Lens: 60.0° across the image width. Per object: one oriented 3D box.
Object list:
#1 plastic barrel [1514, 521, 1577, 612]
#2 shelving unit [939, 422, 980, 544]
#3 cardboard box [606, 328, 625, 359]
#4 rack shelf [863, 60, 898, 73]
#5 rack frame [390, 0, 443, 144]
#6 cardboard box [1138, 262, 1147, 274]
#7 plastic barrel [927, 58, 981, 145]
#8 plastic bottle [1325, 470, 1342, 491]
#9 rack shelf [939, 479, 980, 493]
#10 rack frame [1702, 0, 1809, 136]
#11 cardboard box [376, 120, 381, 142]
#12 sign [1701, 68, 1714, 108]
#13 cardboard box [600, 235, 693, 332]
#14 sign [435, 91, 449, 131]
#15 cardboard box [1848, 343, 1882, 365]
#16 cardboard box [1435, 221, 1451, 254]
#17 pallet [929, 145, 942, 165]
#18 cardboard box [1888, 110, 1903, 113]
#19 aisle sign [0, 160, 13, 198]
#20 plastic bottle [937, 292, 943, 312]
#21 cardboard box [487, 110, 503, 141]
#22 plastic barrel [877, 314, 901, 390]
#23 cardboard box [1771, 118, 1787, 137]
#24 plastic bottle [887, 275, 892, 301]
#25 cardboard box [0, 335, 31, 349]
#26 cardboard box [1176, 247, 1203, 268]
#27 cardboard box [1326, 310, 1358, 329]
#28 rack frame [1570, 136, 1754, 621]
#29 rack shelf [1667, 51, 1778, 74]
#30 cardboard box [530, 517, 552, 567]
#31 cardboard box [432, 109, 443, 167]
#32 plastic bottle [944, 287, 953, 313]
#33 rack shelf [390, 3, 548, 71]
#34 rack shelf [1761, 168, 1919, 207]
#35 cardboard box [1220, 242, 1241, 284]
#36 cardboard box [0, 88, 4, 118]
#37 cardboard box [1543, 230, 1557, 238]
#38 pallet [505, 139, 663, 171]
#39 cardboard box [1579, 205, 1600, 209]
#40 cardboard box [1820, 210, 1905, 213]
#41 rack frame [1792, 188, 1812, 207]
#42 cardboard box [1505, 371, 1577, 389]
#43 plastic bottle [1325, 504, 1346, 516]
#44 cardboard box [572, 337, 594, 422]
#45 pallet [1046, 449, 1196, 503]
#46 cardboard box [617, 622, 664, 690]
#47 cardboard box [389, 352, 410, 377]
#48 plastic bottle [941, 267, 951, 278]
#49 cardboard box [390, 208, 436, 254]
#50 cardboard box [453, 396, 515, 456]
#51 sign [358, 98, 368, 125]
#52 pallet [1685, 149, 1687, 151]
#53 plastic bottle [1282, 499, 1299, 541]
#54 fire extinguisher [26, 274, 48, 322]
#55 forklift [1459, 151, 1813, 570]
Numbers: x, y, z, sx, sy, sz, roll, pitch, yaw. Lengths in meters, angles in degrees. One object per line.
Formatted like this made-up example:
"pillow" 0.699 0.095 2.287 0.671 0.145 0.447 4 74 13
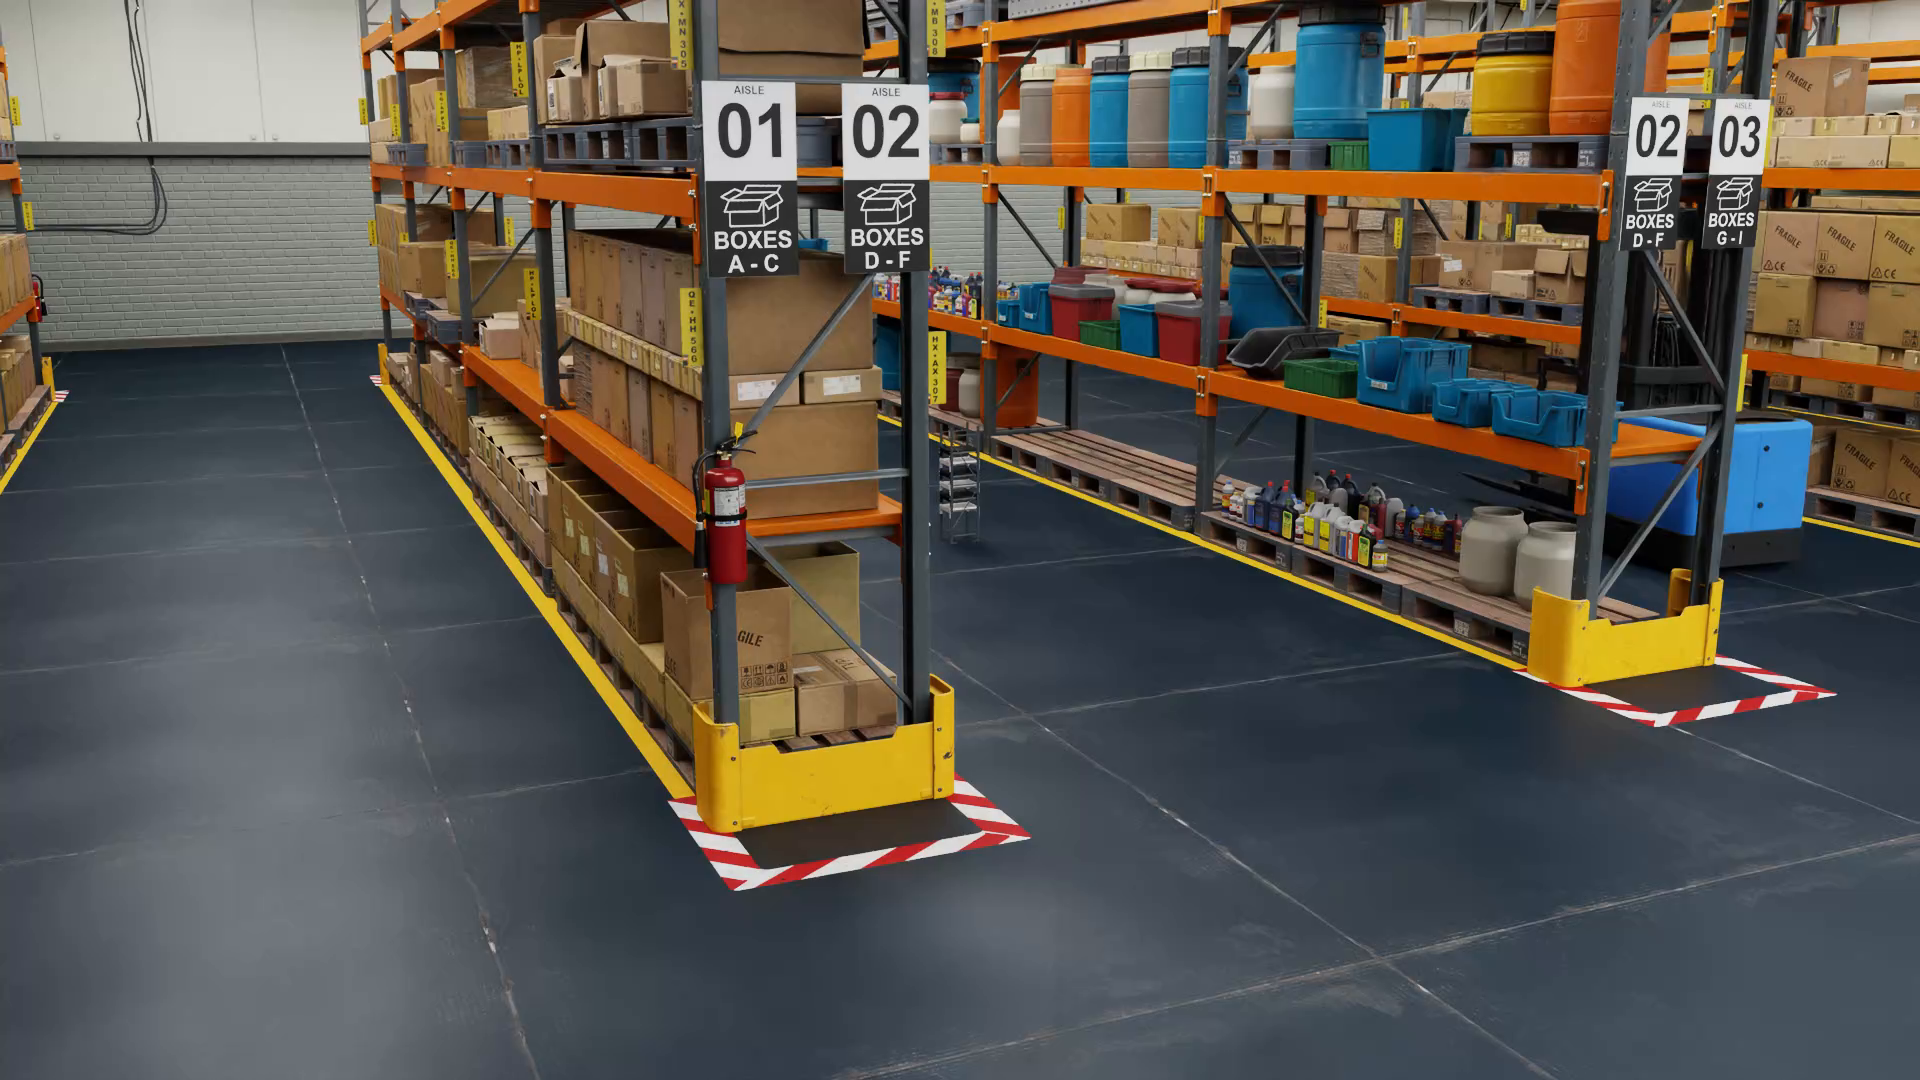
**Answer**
"plastic barrel" 3.586 0.170 10.070 0.421 0.512 0.421 0 13 0
"shelving unit" -0.003 -0.440 12.776 0.258 0.900 0.210 -6 14 -23
"cardboard box" -1.773 -1.114 9.372 0.380 0.149 0.250 -6 14 -25
"rack shelf" -1.688 -5.979 21.227 1.077 0.370 4.000 -6 14 -23
"rack frame" -5.427 -5.664 17.385 1.000 3.000 0.127 -6 14 -23
"cardboard box" 2.714 -3.812 23.244 0.380 0.149 0.250 -6 14 -24
"plastic barrel" -0.063 -4.759 18.086 0.600 0.901 0.708 -6 14 -23
"plastic bottle" 2.839 -0.352 12.637 0.144 0.351 0.185 -6 14 -24
"rack shelf" -0.003 -0.408 12.783 0.258 0.077 0.200 -6 14 -23
"rack frame" 6.856 -4.905 14.107 1.000 3.000 0.127 -6 14 -23
"cardboard box" -6.662 -4.863 19.802 0.500 0.250 0.500 -6 14 -23
"sign" 6.348 -3.837 14.122 0.100 0.325 0.005 -6 14 -23
"cardboard box" -1.636 -1.470 9.471 0.700 0.500 0.500 -6 14 -23
"sign" -4.323 -3.580 13.885 0.100 0.325 0.005 -6 14 -23
"cardboard box" 7.279 -1.480 13.168 0.380 0.149 0.250 -6 14 -23
"cardboard box" 7.378 -4.541 24.955 0.500 0.500 0.500 -6 14 -23
"pallet" -0.027 -4.170 18.002 1.003 0.211 1.213 -6 14 -23
"cardboard box" 13.362 -5.757 23.285 0.500 0.500 0.500 -5 14 -22
"aisle sign" -11.321 -4.428 19.584 0.394 0.787 0.004 -6 14 -23
"plastic bottle" -0.194 -2.504 17.475 0.097 0.201 0.097 0 13 0
"cardboard box" -3.592 -3.419 13.739 0.500 0.250 0.500 -7 15 -27
"plastic barrel" -0.685 -2.256 19.689 0.600 0.901 0.708 -6 14 -23
"cardboard box" 6.872 -3.421 13.795 0.380 0.149 0.250 -6 14 -26
"plastic bottle" -0.776 -2.833 18.718 0.061 0.283 0.133 -6 14 -23
"cardboard box" -10.977 -2.277 19.228 0.380 0.149 0.250 -6 14 -24
"cardboard box" 3.234 -3.775 22.200 0.500 0.250 0.500 -6 14 -24
"cardboard box" 4.646 -2.308 19.969 1.225 0.875 0.875 -6 14 -23
"rack frame" 3.920 -0.709 9.280 1.000 3.000 0.127 -6 14 -23
"rack shelf" 9.037 -6.027 21.434 1.077 0.370 4.000 -6 14 -23
"cardboard box" -2.654 -0.013 11.440 0.500 0.250 0.500 -6 14 -24
"cardboard box" -4.235 -3.617 14.973 0.910 0.500 0.500 -6 14 -23
"plastic bottle" -0.116 -2.497 17.294 0.097 0.271 0.097 0 13 0
"rack shelf" -4.626 -4.705 15.726 1.077 0.370 4.000 -6 14 -23
"rack shelf" 7.657 -2.680 12.741 1.077 0.370 4.000 -6 14 -23
"cardboard box" 3.606 -3.566 21.405 0.500 0.500 0.500 -6 14 -23
"cardboard box" -10.833 -4.895 18.234 0.500 0.500 0.500 -5 14 -21
"cardboard box" 8.190 -4.201 22.676 0.380 0.149 0.250 -5 14 -22
"pallet" -2.588 -2.638 11.386 0.805 0.209 1.217 -6 14 -25
"cardboard box" 11.060 -5.768 28.699 0.500 0.500 0.500 -6 14 -24
"cardboard box" 7.489 -2.492 13.885 0.500 0.500 0.500 -6 14 -23
"rack frame" 9.838 -3.236 20.199 1.000 3.000 0.127 -6 14 -23
"cardboard box" 6.007 -1.439 17.002 0.700 0.500 0.500 -4 14 -18
"plastic bottle" 2.632 -0.110 11.757 0.152 0.276 0.135 -6 14 -23
"cardboard box" -2.039 -1.046 10.516 0.700 0.500 0.500 -6 14 -24
"pallet" 1.475 -0.588 14.941 1.003 0.211 1.213 -6 14 -23
"cardboard box" -1.519 0.583 8.863 0.500 0.250 0.500 -6 14 -23
"cardboard box" -6.871 -2.201 20.850 0.500 0.250 0.500 -6 14 -23
"plastic bottle" -0.145 -2.965 19.139 0.144 0.351 0.185 -6 14 -23
"cardboard box" -6.277 -3.568 19.194 0.500 0.500 0.500 -6 14 -23
"cardboard box" -4.415 -1.083 15.467 0.500 0.500 0.500 -5 14 -21
"sign" -7.527 -5.406 20.984 0.100 0.325 0.005 -6 14 -23
"pallet" 6.706 -3.490 15.059 1.213 0.211 1.003 -6 14 -23
"plastic bottle" 2.364 -0.145 11.892 0.061 0.283 0.133 -5 14 -20
"fire extinguisher" -11.205 -2.973 20.061 0.296 0.674 0.183 -6 14 -23
"forklift" 5.116 -1.504 12.870 1.130 2.935 3.031 -4 14 -17
